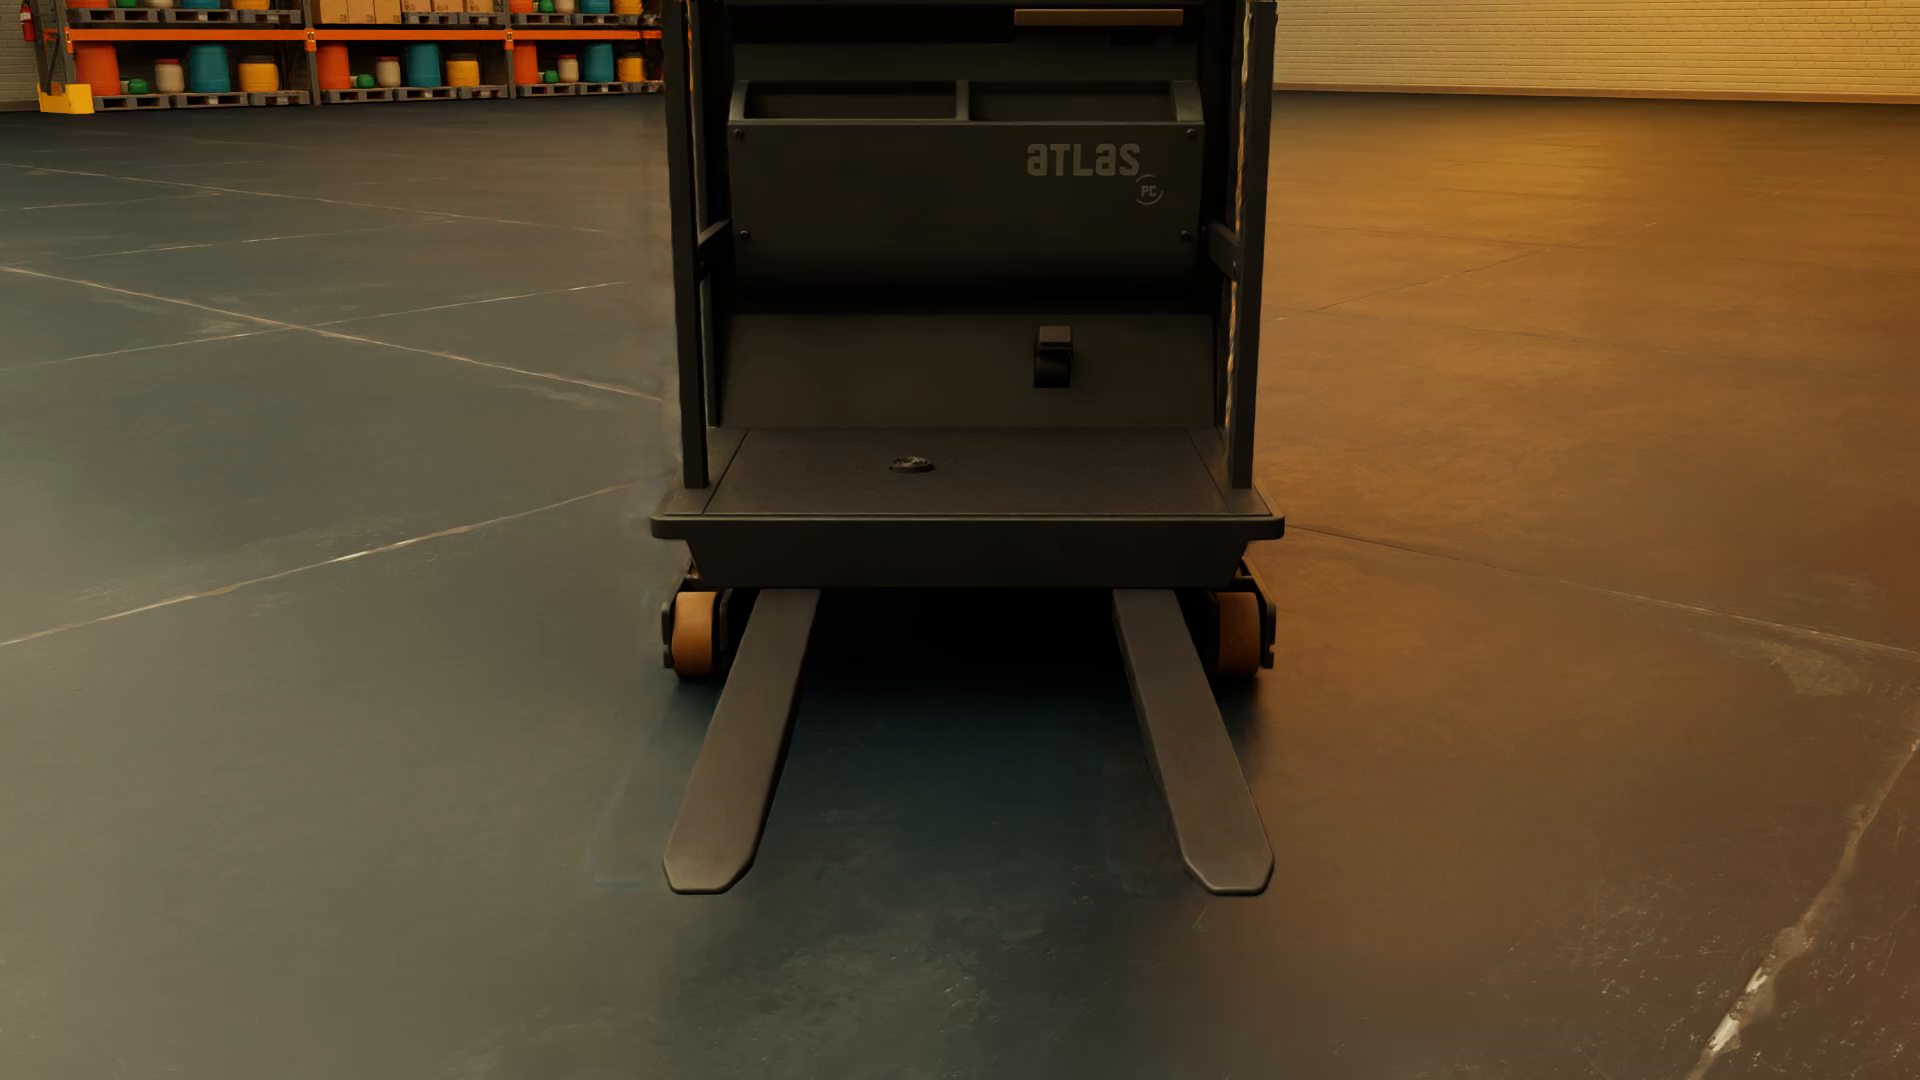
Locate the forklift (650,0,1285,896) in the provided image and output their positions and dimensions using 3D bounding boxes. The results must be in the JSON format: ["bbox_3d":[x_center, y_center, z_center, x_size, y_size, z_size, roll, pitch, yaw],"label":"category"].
[{"bbox_3d":[0.014,-1.234,2.961,1.130,2.935,3.031,0,17,0],"label":"forklift"}]
